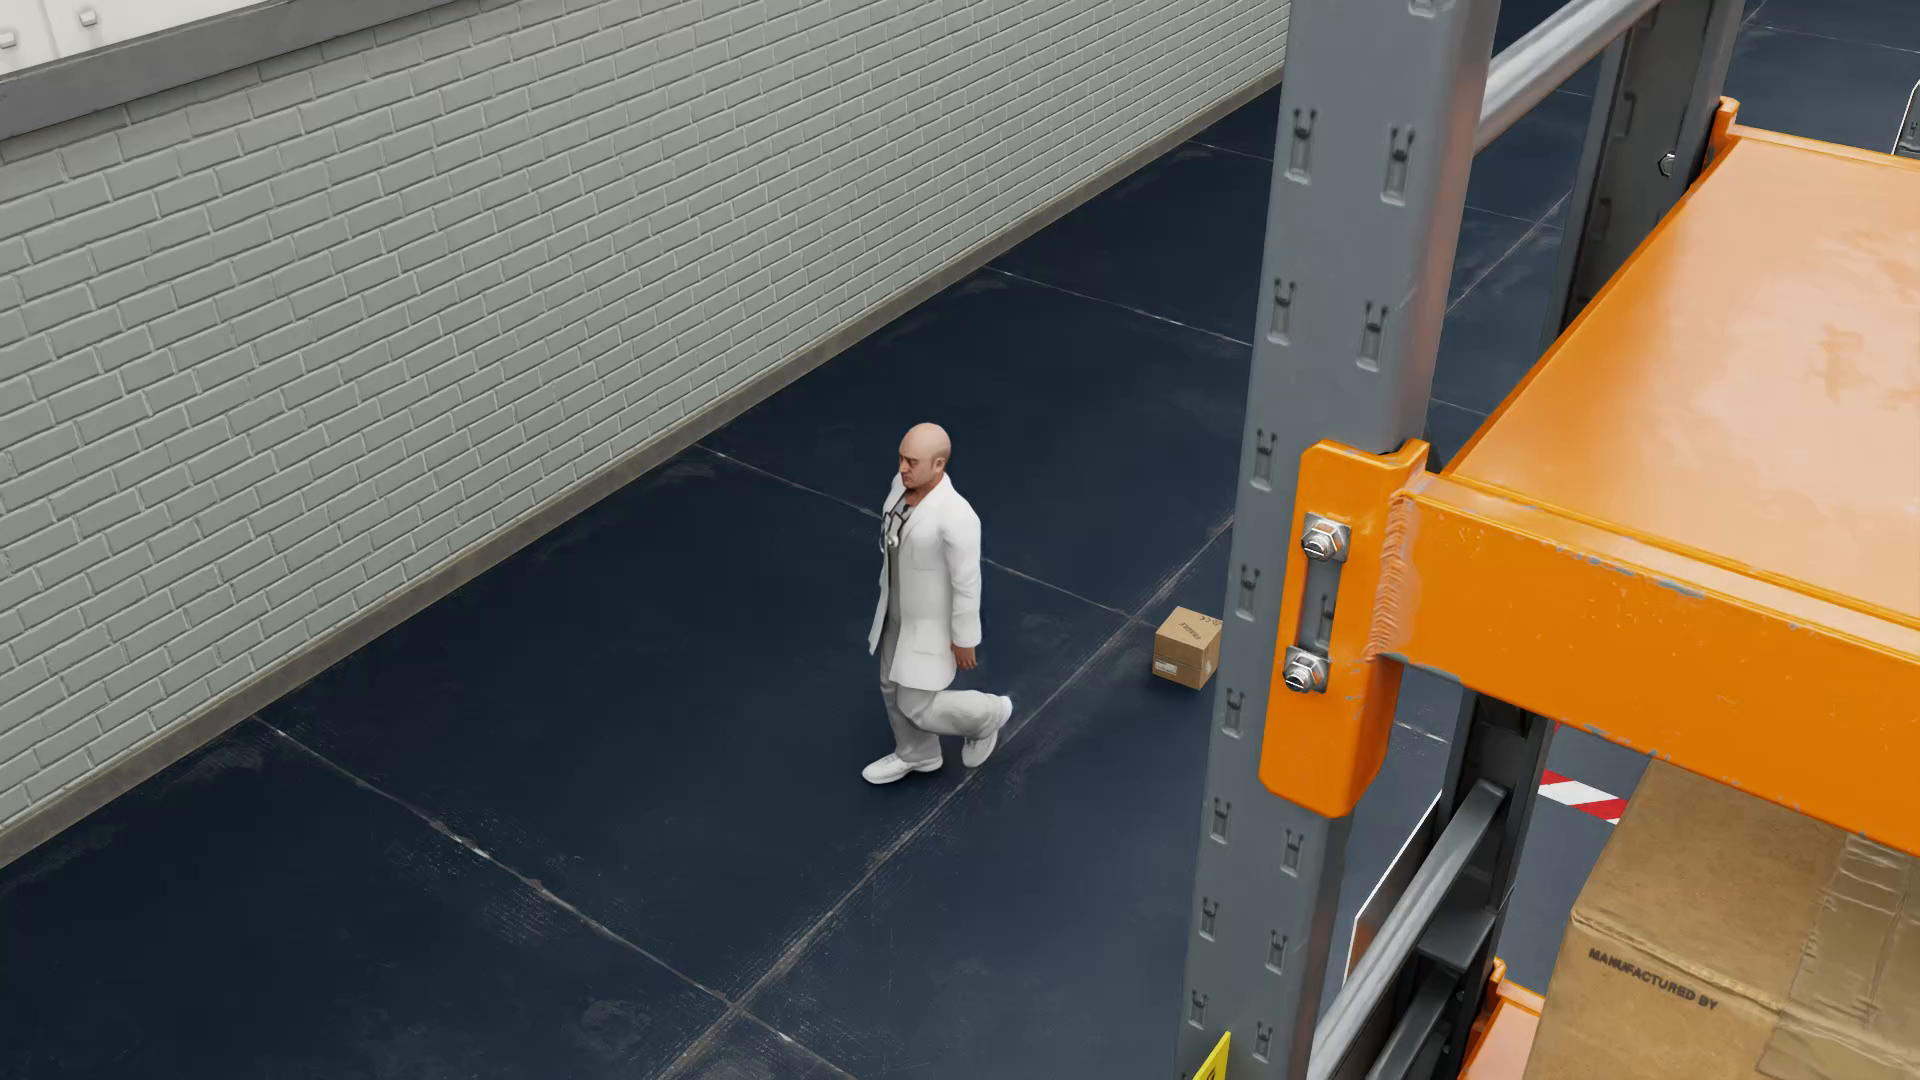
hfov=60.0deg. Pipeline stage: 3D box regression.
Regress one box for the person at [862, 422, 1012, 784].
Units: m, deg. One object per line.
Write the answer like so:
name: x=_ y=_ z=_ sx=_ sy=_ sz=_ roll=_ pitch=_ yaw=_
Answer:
person: x=-0.102 y=0.288 z=6.864 sx=0.647 sy=1.759 sz=0.620 roll=-18 pitch=38 yaw=-25
